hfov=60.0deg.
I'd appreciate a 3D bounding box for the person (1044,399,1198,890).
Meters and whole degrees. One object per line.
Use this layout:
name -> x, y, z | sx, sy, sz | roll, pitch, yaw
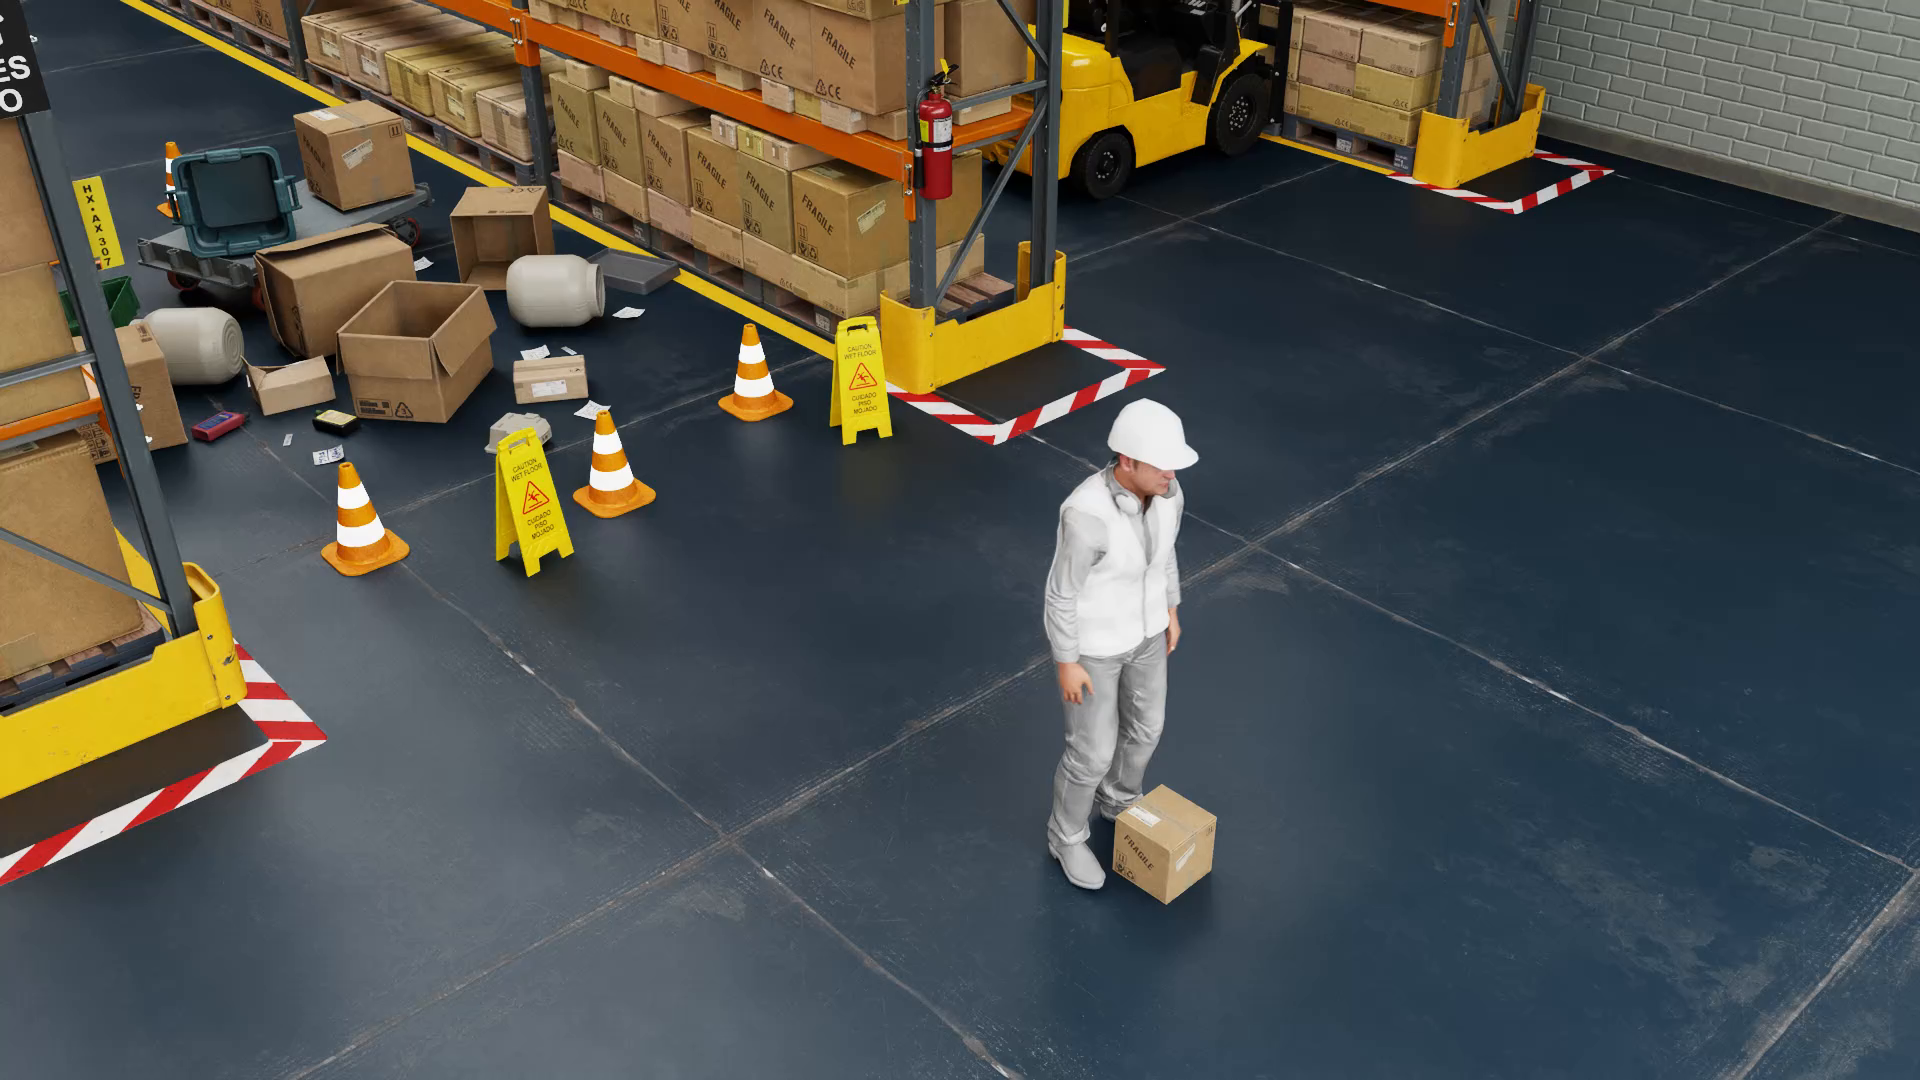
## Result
person -> 0.527, 0.322, 5.588 | 0.580, 1.768, 0.464 | -26, 40, -35
